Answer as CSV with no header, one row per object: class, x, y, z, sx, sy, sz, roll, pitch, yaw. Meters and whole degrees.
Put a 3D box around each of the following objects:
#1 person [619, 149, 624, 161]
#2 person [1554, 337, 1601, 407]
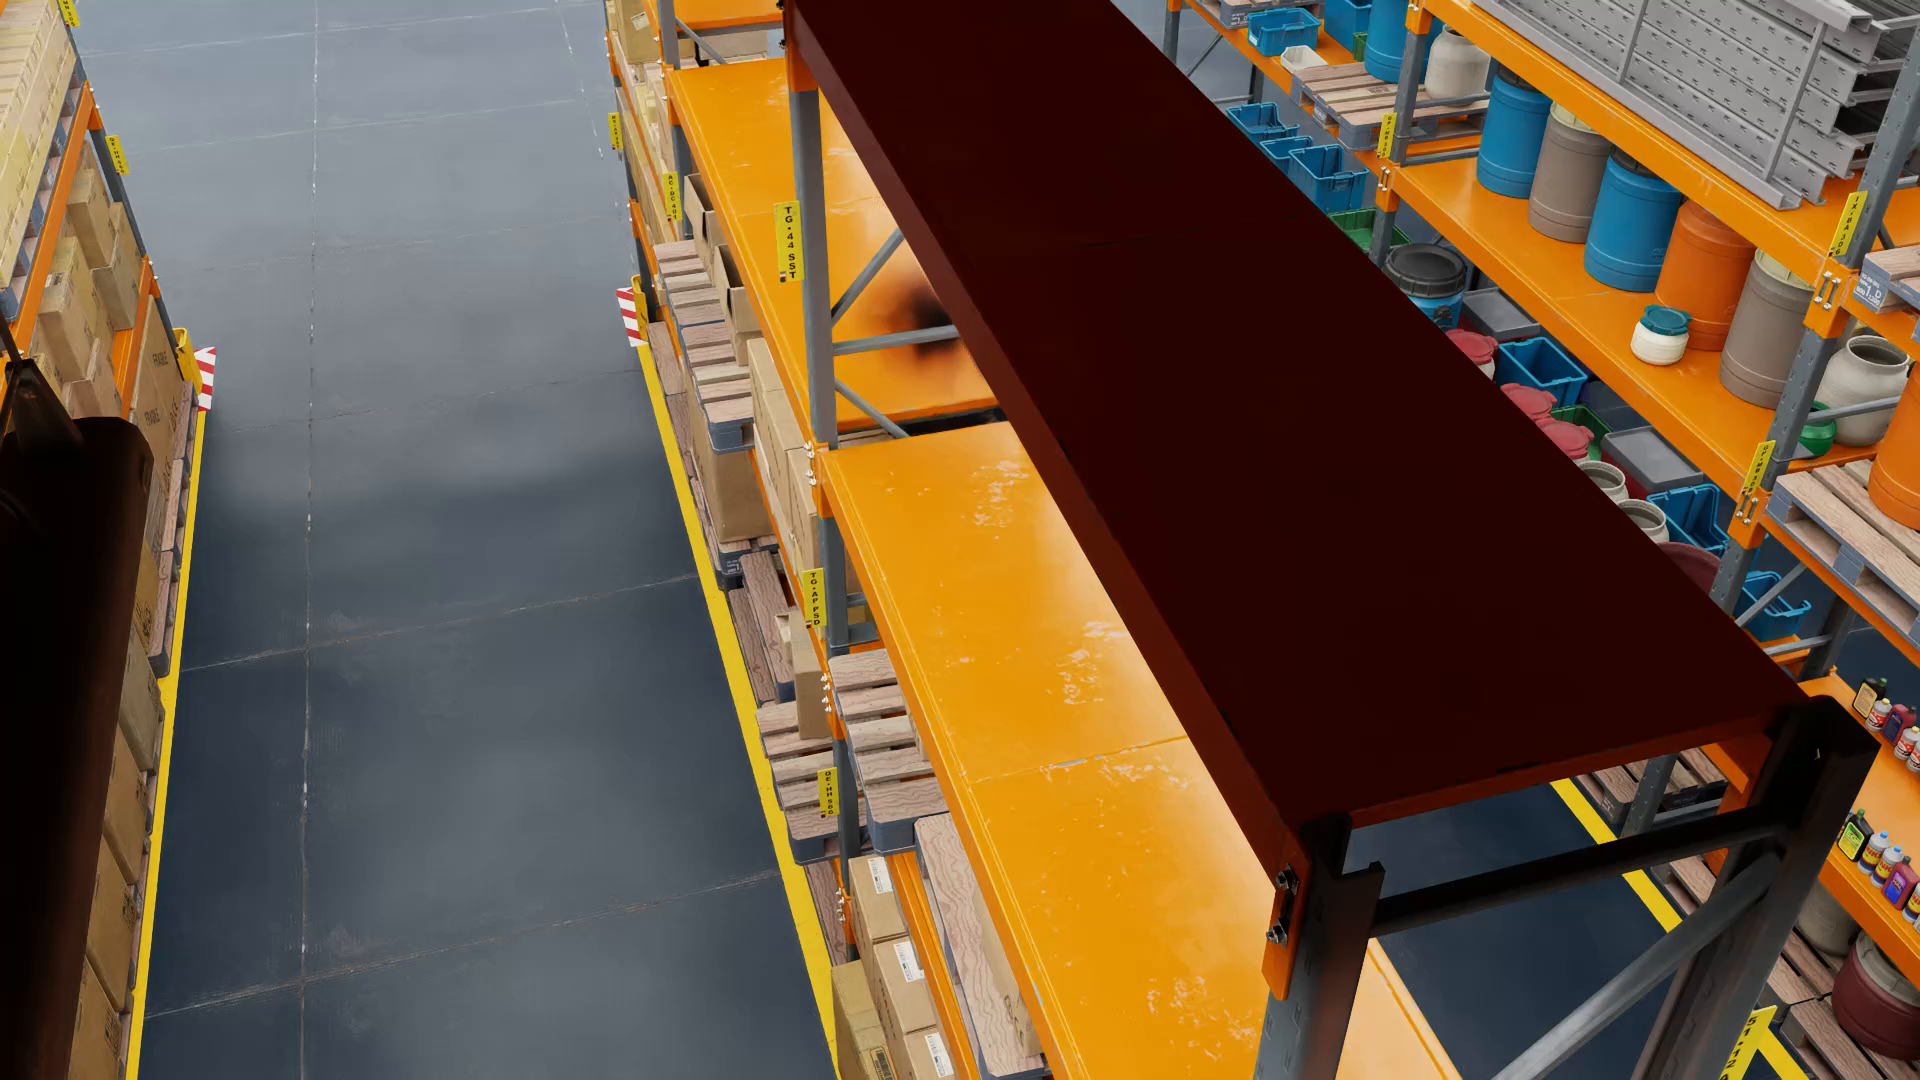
person,-3.111,-3.900,16.372,0.529,1.728,0.732,21,43,25
person,4.986,-1.406,13.294,0.663,1.642,0.593,-7,39,-8
